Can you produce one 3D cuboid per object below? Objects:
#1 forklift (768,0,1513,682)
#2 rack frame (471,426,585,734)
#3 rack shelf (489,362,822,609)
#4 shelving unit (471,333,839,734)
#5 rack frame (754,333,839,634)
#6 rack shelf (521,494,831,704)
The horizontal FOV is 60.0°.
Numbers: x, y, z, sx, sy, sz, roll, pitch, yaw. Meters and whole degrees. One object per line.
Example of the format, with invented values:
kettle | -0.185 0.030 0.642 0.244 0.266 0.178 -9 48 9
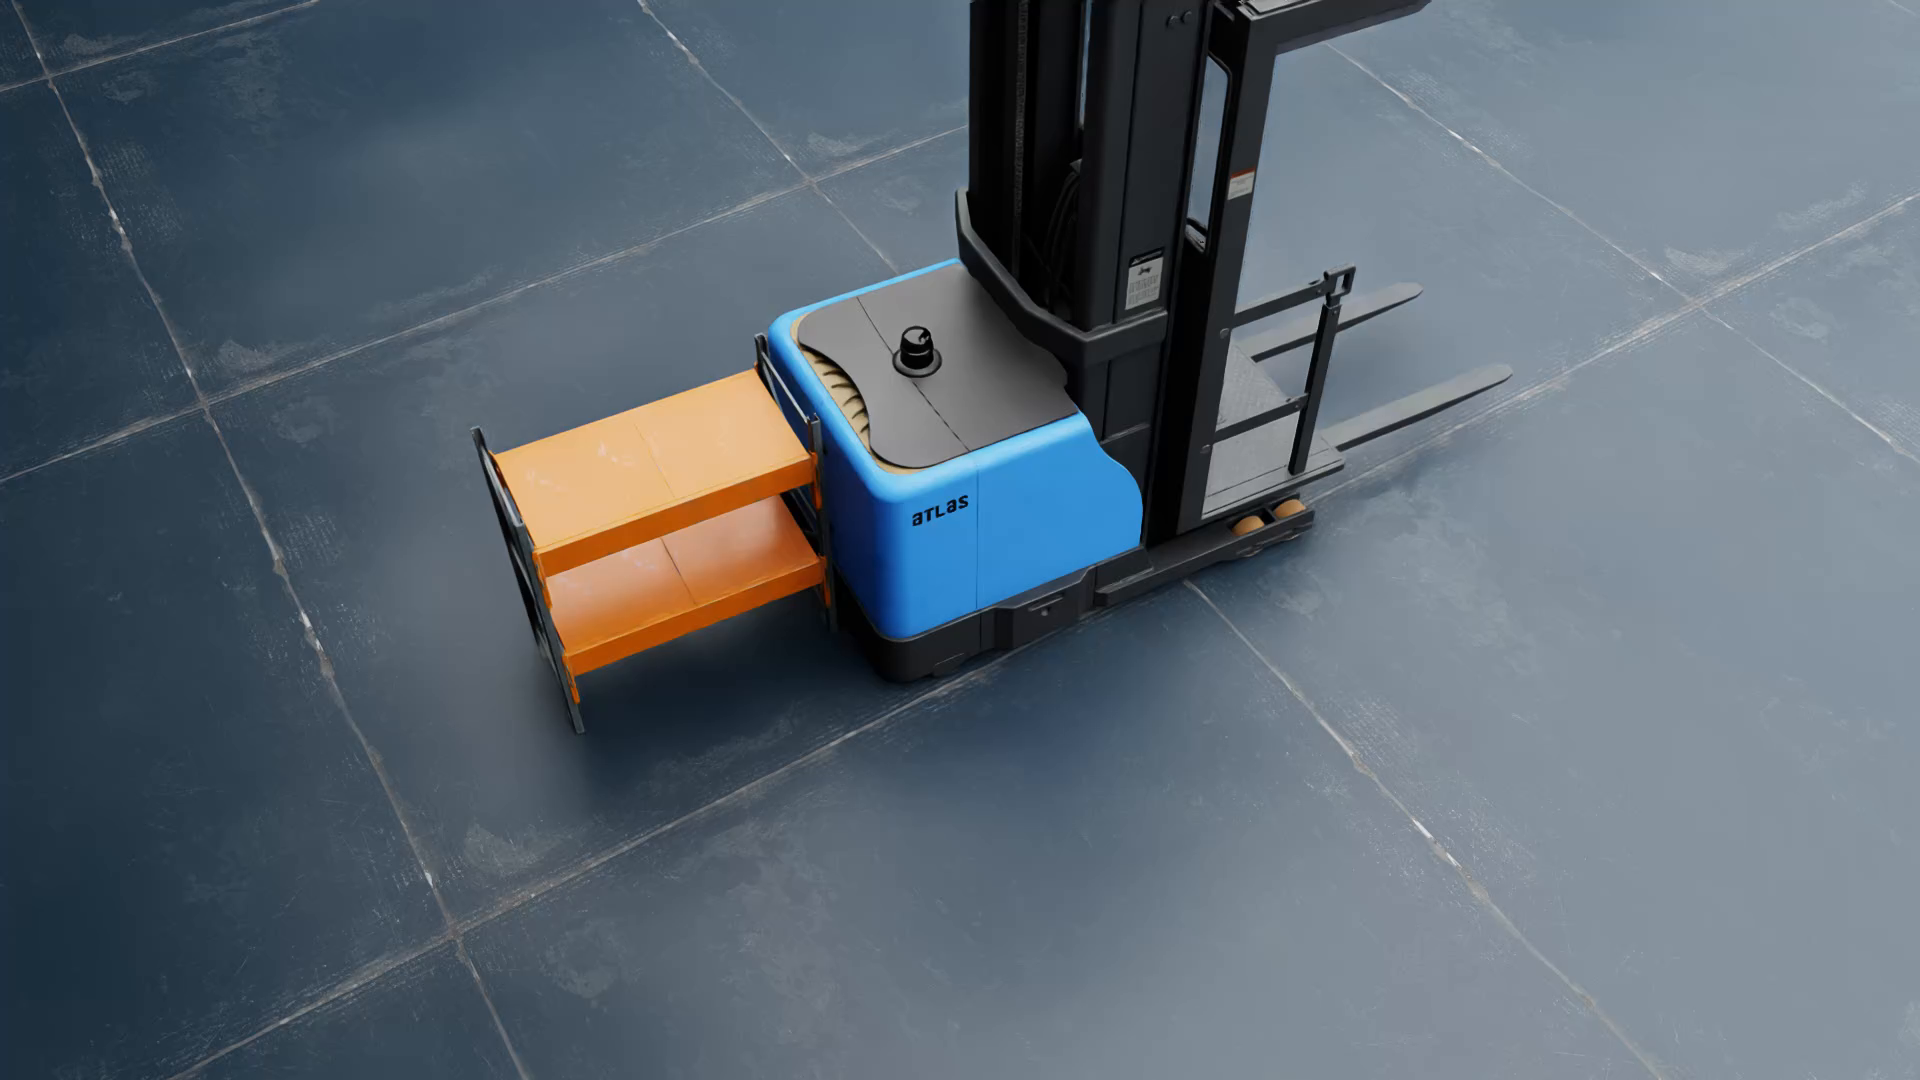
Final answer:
forklift | 0.844 -1.240 5.837 3.031 2.935 1.130 -21 52 -18
rack frame | -1.498 0.164 5.796 0.032 1.125 0.500 -21 52 -18
rack shelf | -1.046 -0.204 5.732 1.000 0.278 0.538 -21 52 -18
shelving unit | -1.046 -0.009 5.951 1.048 1.125 0.538 -21 52 -18
rack frame | -0.594 -0.183 6.105 0.032 1.125 0.500 -21 52 -18
rack shelf | -1.046 0.153 6.133 1.000 0.278 0.538 -21 52 -18
